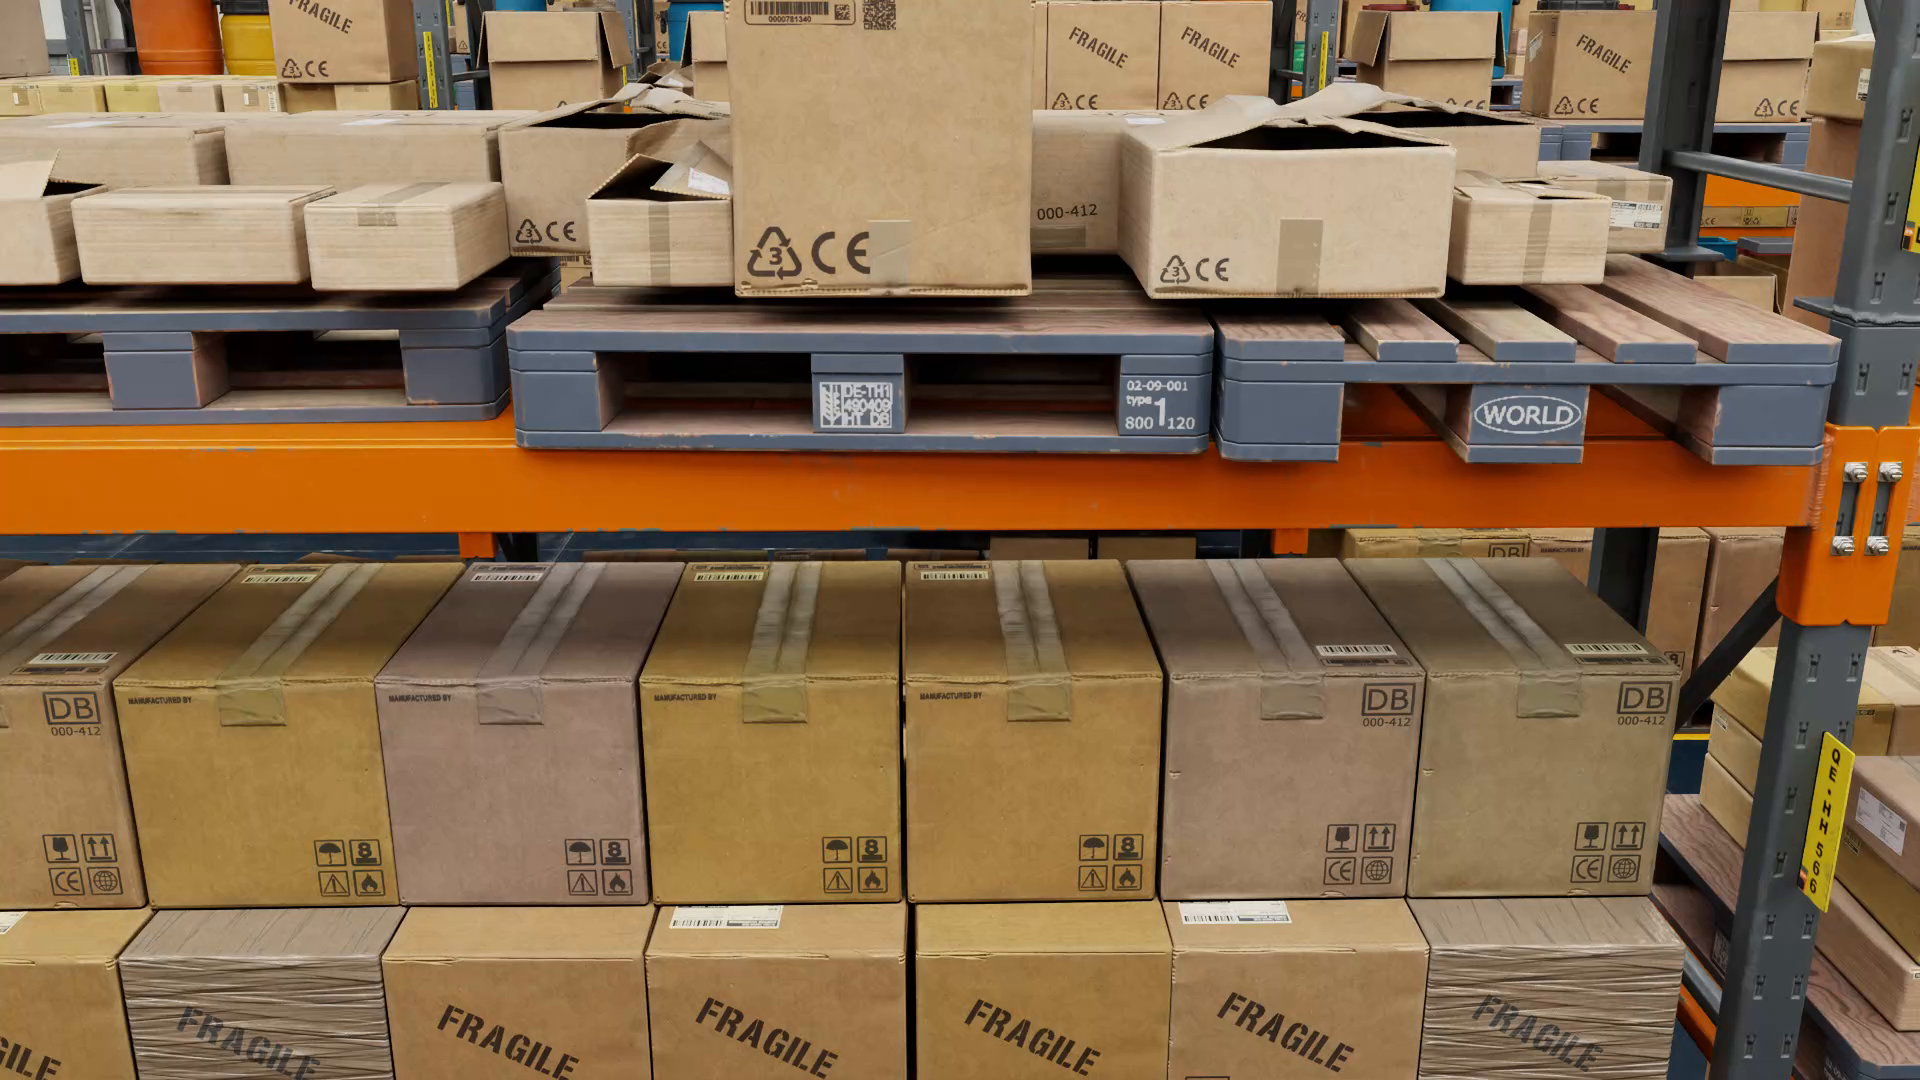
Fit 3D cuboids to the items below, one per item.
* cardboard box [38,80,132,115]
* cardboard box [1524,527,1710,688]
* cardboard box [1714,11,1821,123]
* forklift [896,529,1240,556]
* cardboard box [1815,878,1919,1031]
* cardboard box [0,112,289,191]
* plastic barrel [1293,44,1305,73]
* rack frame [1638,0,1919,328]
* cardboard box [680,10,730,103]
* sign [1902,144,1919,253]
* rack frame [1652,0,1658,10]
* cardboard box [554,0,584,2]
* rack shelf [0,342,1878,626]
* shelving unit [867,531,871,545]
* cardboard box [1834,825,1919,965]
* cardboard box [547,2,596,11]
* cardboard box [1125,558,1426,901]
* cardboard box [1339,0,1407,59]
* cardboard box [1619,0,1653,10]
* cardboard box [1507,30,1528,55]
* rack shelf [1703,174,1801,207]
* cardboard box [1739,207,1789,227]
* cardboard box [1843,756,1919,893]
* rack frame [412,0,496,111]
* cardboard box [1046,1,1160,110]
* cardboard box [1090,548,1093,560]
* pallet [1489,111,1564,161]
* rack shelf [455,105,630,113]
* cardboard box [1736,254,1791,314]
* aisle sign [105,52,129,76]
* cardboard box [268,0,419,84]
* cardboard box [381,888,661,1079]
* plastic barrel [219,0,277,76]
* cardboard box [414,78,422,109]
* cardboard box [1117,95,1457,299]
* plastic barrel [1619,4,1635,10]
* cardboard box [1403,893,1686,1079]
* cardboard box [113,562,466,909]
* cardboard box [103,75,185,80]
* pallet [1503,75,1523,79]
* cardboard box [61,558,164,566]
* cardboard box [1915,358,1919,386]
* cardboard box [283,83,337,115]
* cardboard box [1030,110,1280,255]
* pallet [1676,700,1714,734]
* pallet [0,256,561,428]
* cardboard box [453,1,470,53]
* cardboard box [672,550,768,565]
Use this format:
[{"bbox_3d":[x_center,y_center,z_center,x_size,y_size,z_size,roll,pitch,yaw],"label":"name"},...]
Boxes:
[{"bbox_3d":[-4.013,-2.036,7.667,0.250,0.149,0.380,1,18,2],"label":"cardboard box"},{"bbox_3d":[3.206,0.206,8.785,0.875,0.875,1.225,0,18,-1],"label":"cardboard box"},{"bbox_3d":[3.666,-2.301,8.041,0.637,0.503,0.797,-1,18,-2],"label":"cardboard box"},{"bbox_3d":[1.093,-1.389,11.079,3.031,2.935,1.130,0,18,1],"label":"forklift"},{"bbox_3d":[2.052,0.888,3.593,0.250,0.149,0.380,-1,18,-2],"label":"cardboard box"},{"bbox_3d":[-1.694,-0.729,3.392,0.500,0.250,0.500,0,18,0],"label":"cardboard box"},{"bbox_3d":[2.609,-3.609,12.542,0.294,0.245,0.294,0,18,0],"label":"plastic barrel"},{"bbox_3d":[1.601,-1.948,2.888,0.127,3.000,1.000,0,18,-1],"label":"rack frame"},{"bbox_3d":[-0.962,-2.242,7.858,0.637,0.503,0.797,0,18,1],"label":"cardboard box"},{"bbox_3d":[1.602,-0.634,2.727,0.005,0.325,0.100,0,18,-1],"label":"sign"},{"bbox_3d":[5.546,-4.995,12.388,0.127,3.000,1.000,0,18,-1],"label":"rack frame"},{"bbox_3d":[-5.206,-6.989,21.679,0.500,0.500,0.500,0,18,1],"label":"cardboard box"},{"bbox_3d":[-0.398,-0.167,3.426,4.000,0.370,1.077,0,18,-1],"label":"rack shelf"},{"bbox_3d":[-0.532,-0.434,11.426,0.210,0.900,0.258,0,18,1],"label":"shelving unit"},{"bbox_3d":[2.088,0.746,3.549,0.250,0.149,0.380,1,18,2],"label":"cardboard box"},{"bbox_3d":[-4.177,-5.388,17.436,0.637,0.503,0.797,2,18,5],"label":"cardboard box"},{"bbox_3d":[0.647,0.387,3.630,0.500,0.500,0.700,-1,18,-2],"label":"cardboard box"},{"bbox_3d":[4.298,-5.385,17.498,0.600,0.600,0.600,0,18,-1],"label":"cardboard box"},{"bbox_3d":[6.959,-5.581,17.323,0.500,0.500,0.700,0,18,-1],"label":"cardboard box"},{"bbox_3d":[5.961,-5.173,17.279,0.500,0.250,0.500,0,18,-1],"label":"cardboard box"},{"bbox_3d":[3.624,-1.702,8.210,4.000,0.370,1.077,0,18,-1],"label":"rack shelf"},{"bbox_3d":[8.508,-3.630,17.788,0.500,0.500,0.500,0,18,0],"label":"cardboard box"},{"bbox_3d":[2.071,0.602,3.510,0.250,0.149,0.380,0,18,-1],"label":"cardboard box"},{"bbox_3d":[-2.375,-3.444,7.552,0.127,3.000,1.000,0,18,-1],"label":"rack frame"},{"bbox_3d":[0.639,-2.236,7.715,0.500,0.500,0.500,0,18,-1],"label":"cardboard box"},{"bbox_3d":[0.955,0.383,8.814,0.500,0.500,0.700,-1,18,-4],"label":"cardboard box"},{"bbox_3d":[2.267,-1.964,8.159,1.003,0.211,1.213,1,18,2],"label":"pallet"},{"bbox_3d":[-4.453,-3.176,12.805,4.000,0.370,1.077,0,18,-1],"label":"rack shelf"},{"bbox_3d":[4.299,-1.146,8.403,0.637,0.503,0.797,0,18,0],"label":"cardboard box"},{"bbox_3d":[-6.530,-3.409,13.008,0.004,0.787,0.394,0,18,-1],"label":"aisle sign"},{"bbox_3d":[-2.821,-2.363,7.623,0.500,0.500,0.500,-1,18,-2],"label":"cardboard box"},{"bbox_3d":[-0.863,0.956,3.494,0.500,0.500,0.500,0,18,-1],"label":"cardboard box"},{"bbox_3d":[-5.315,-3.843,12.711,0.600,0.588,0.600,0,18,0],"label":"plastic barrel"},{"bbox_3d":[-2.705,-2.227,8.260,0.250,0.149,0.380,-1,18,-2],"label":"cardboard box"},{"bbox_3d":[0.561,-0.628,2.979,0.500,0.311,0.500,0,18,-1],"label":"cardboard box"},{"bbox_3d":[5.015,-3.906,12.992,0.433,0.535,0.433,0,18,0],"label":"plastic barrel"},{"bbox_3d":[1.155,0.945,3.527,0.500,0.500,0.500,0,18,-1],"label":"cardboard box"},{"bbox_3d":[-1.387,0.397,3.599,0.500,0.500,0.700,-1,18,-2],"label":"cardboard box"},{"bbox_3d":[-4.008,-2.209,8.205,0.250,0.149,0.380,-1,18,-2],"label":"cardboard box"},{"bbox_3d":[4.763,-3.443,12.770,1.003,0.211,1.213,0,18,-1],"label":"pallet"},{"bbox_3d":[-4.527,0.414,8.752,0.500,0.500,0.500,1,18,4],"label":"cardboard box"},{"bbox_3d":[2.177,-0.489,3.086,0.500,0.500,0.500,0,18,-1],"label":"cardboard box"},{"bbox_3d":[-2.964,-2.071,7.775,0.250,0.149,0.380,0,18,0],"label":"cardboard box"},{"bbox_3d":[0.373,-0.757,3.481,0.500,0.250,0.500,0,18,1],"label":"cardboard box"},{"bbox_3d":[3.631,0.735,8.910,1.213,0.211,1.003,0,18,-1],"label":"pallet"},{"bbox_3d":[-1.482,-0.429,3.376,1.217,0.209,0.805,-1,18,-3],"label":"pallet"},{"bbox_3d":[-4.863,-5.261,17.045,0.500,0.500,0.500,0,18,-1],"label":"cardboard box"},{"bbox_3d":[-1.284,0.400,8.761,0.500,0.500,0.700,0,18,-1],"label":"cardboard box"}]
